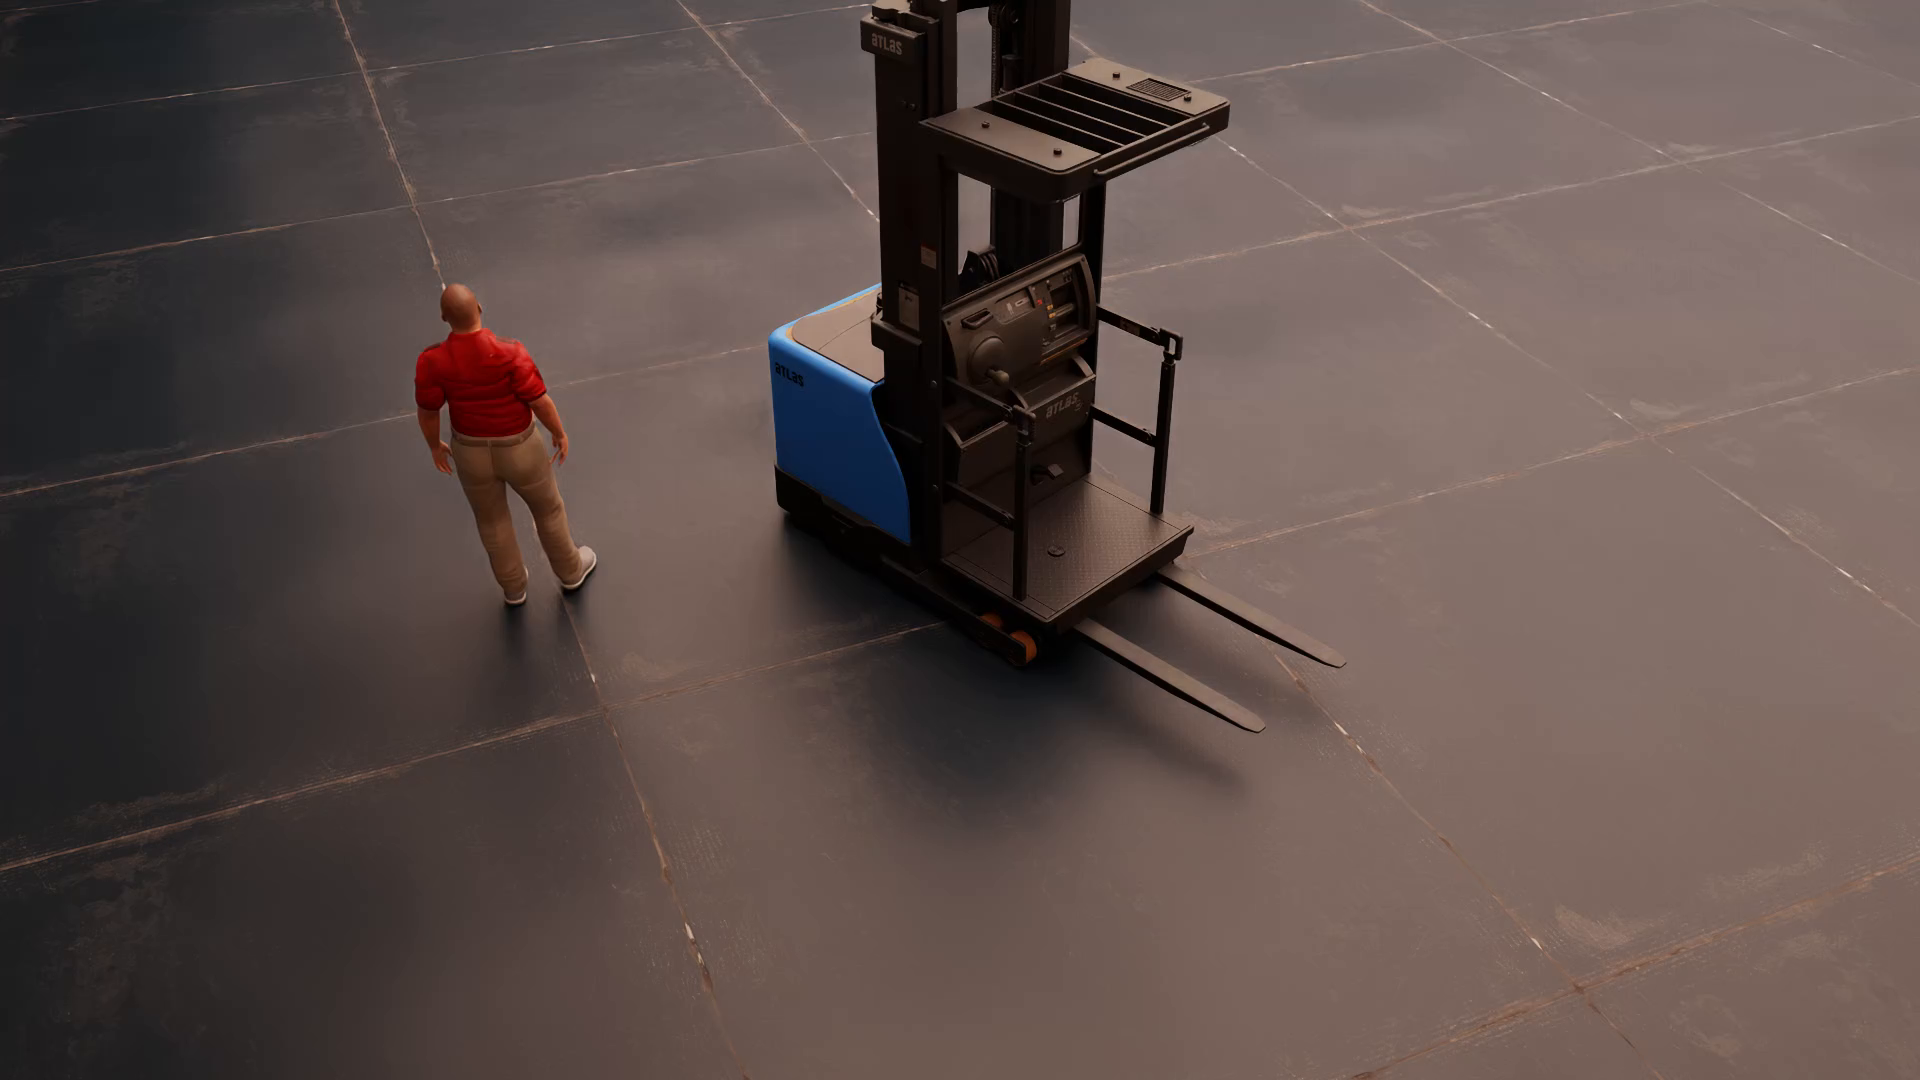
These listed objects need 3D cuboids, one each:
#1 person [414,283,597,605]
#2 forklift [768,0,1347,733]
[{"bbox_3d":[-2.149,-0.468,7.786,0.640,1.729,0.533,-3,36,-4],"label":"person"},{"bbox_3d":[0.432,-0.946,7.429,3.031,2.935,1.130,30,45,35],"label":"forklift"}]
